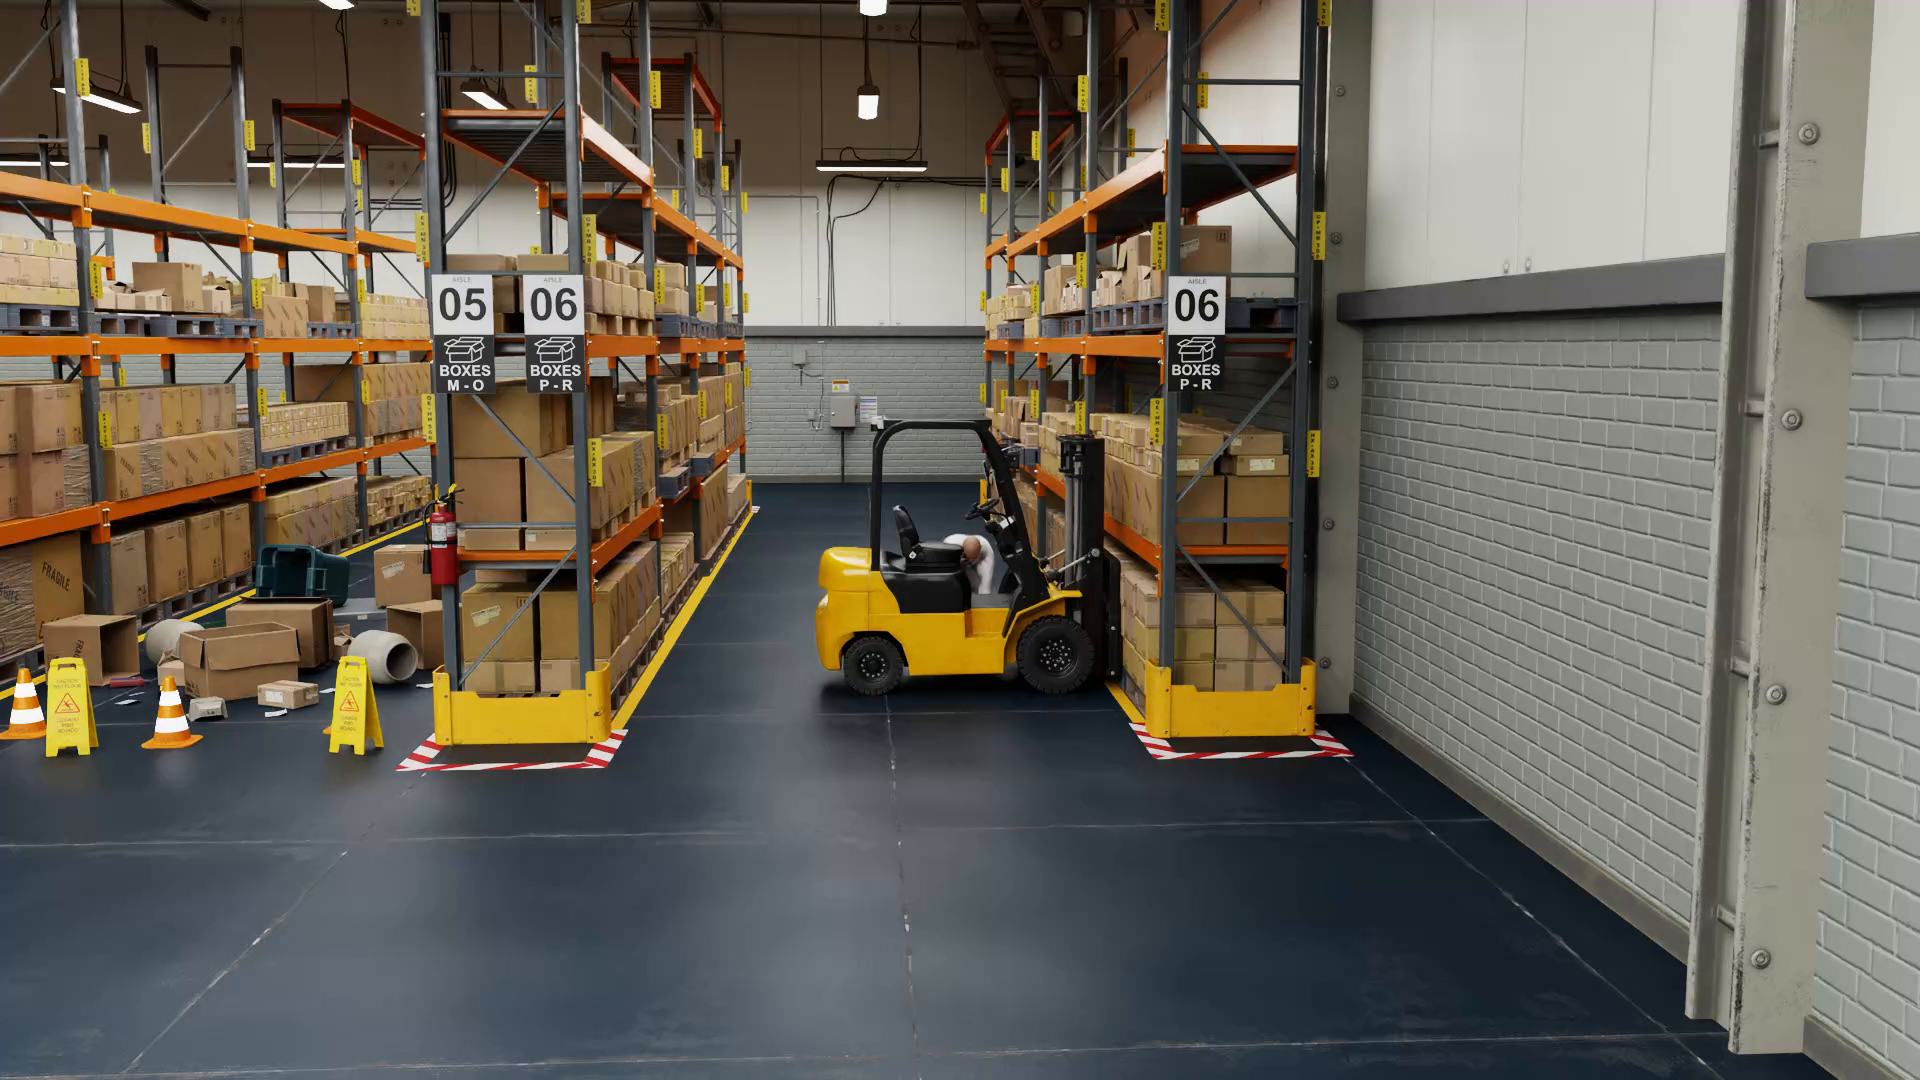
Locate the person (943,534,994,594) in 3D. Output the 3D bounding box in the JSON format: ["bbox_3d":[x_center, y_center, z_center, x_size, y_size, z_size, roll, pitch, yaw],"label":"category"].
[{"bbox_3d":[0.035,0.429,15.491,0.587,0.996,0.935,-1,7,-6],"label":"person"}]
